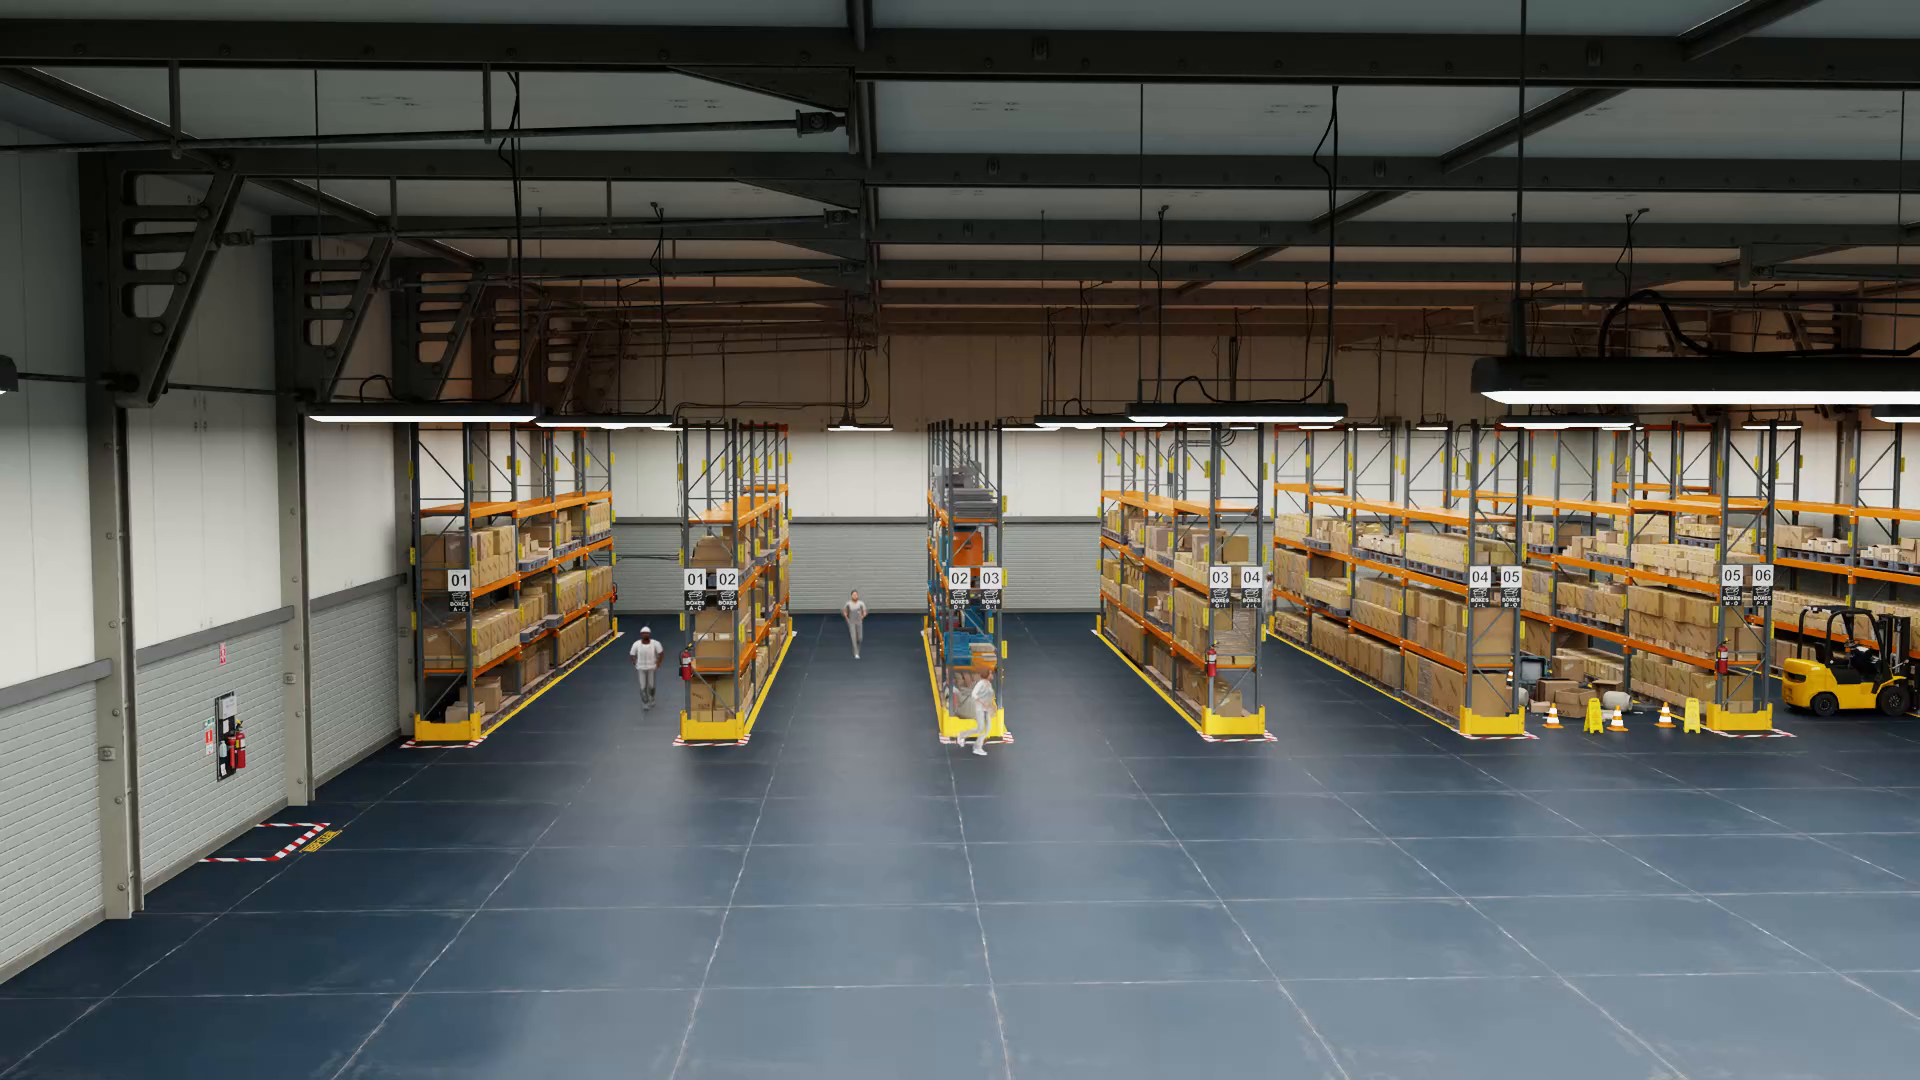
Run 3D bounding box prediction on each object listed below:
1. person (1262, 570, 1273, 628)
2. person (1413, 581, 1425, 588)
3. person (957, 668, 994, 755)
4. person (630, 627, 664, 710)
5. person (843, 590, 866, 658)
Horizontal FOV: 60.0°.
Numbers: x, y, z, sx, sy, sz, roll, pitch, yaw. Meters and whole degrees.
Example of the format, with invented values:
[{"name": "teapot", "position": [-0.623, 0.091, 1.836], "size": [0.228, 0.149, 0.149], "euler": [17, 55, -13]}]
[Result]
[{"name": "person", "position": [8.997, 1.737, 48.594], "size": [0.656, 1.734, 0.662], "euler": [-1, 4, -15]}, {"name": "person", "position": [13.614, 1.709, 49.352], "size": [0.579, 1.717, 0.662], "euler": [0, 4, 0]}, {"name": "person", "position": [0.332, 3.058, 29.903], "size": [0.623, 1.519, 0.592], "euler": [2, 4, 30]}, {"name": "person", "position": [-6.481, 2.656, 34.360], "size": [0.692, 1.720, 0.589], "euler": [0, 4, -6]}, {"name": "person", "position": [-2.545, 2.031, 40.273], "size": [0.555, 1.632, 0.561], "euler": [0, 4, -7]}]
